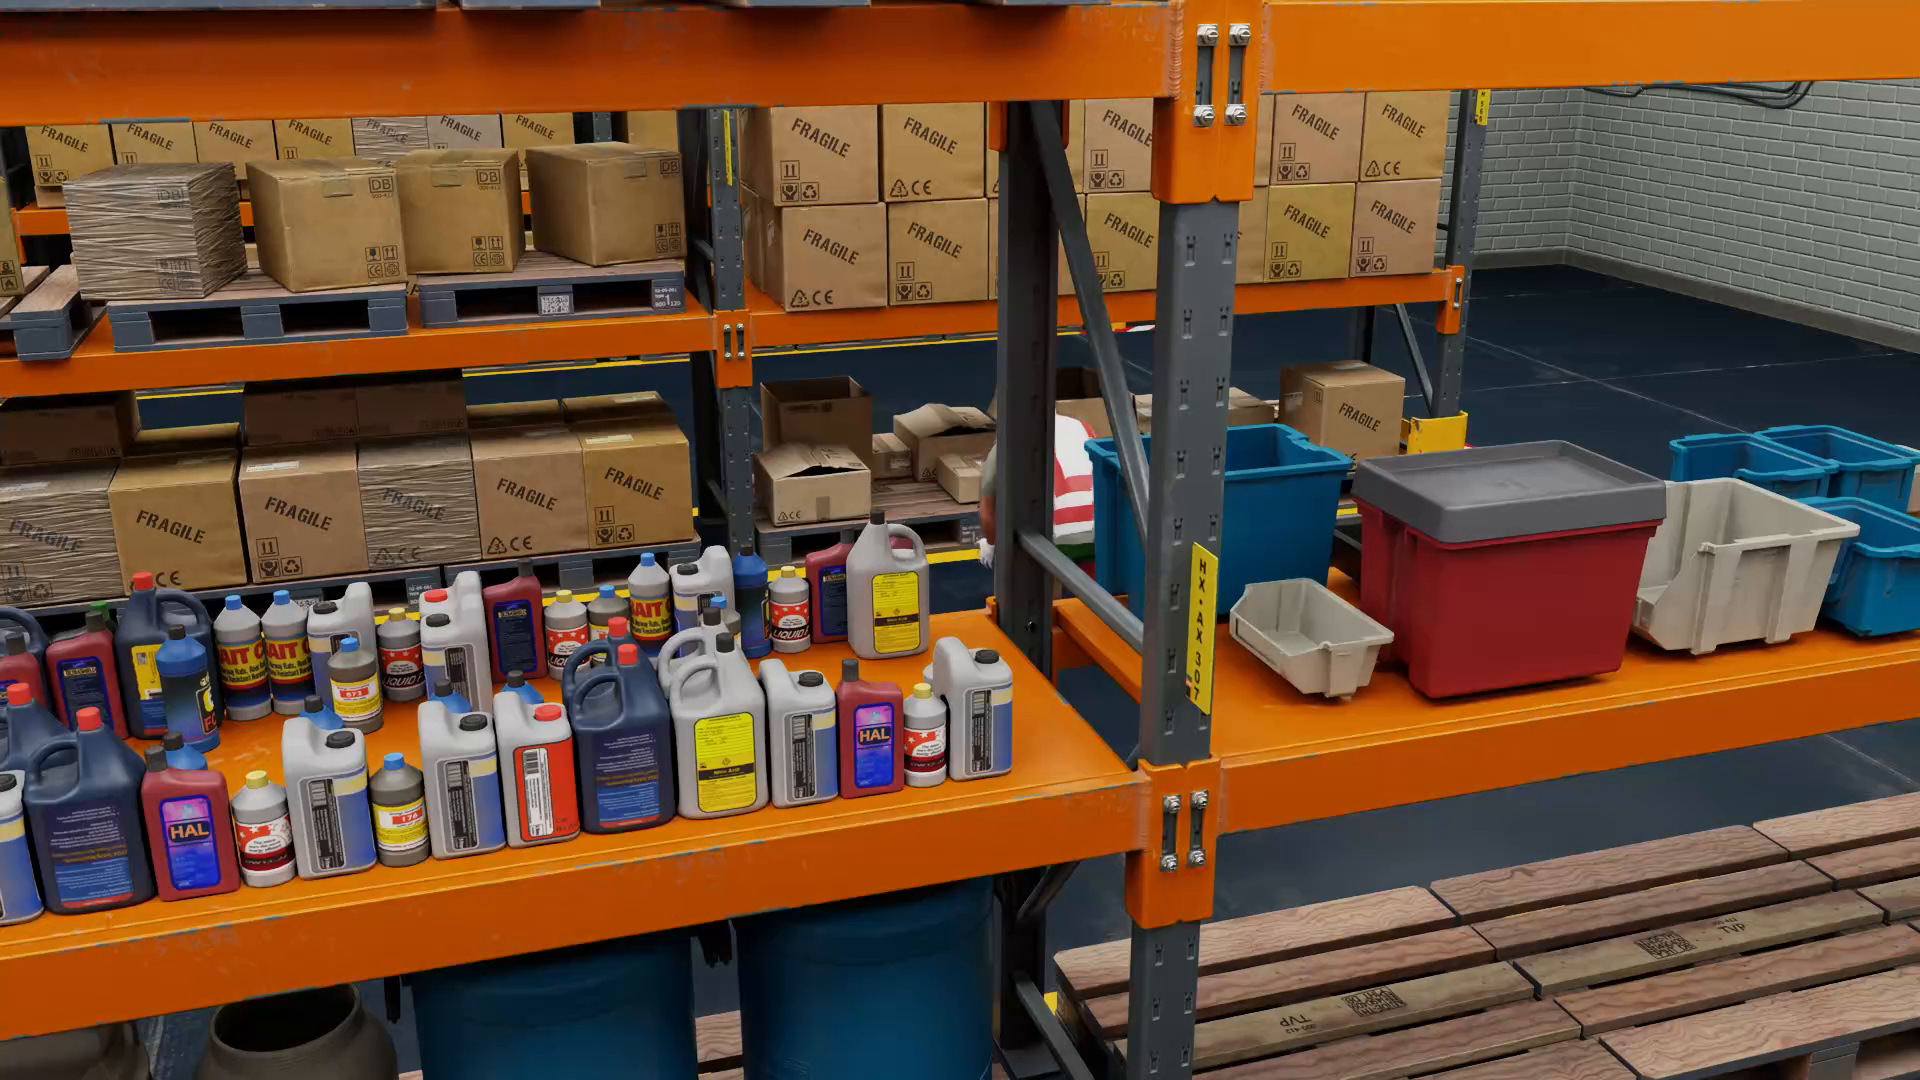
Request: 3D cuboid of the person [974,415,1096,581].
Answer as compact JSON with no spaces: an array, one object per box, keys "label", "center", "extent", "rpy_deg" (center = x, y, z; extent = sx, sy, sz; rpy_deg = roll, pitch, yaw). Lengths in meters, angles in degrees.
[{"label":"person","center":[0.411,-0.093,7.374],"extent":[0.581,1.091,0.866],"rpy_deg":[-6,20,-17]}]
